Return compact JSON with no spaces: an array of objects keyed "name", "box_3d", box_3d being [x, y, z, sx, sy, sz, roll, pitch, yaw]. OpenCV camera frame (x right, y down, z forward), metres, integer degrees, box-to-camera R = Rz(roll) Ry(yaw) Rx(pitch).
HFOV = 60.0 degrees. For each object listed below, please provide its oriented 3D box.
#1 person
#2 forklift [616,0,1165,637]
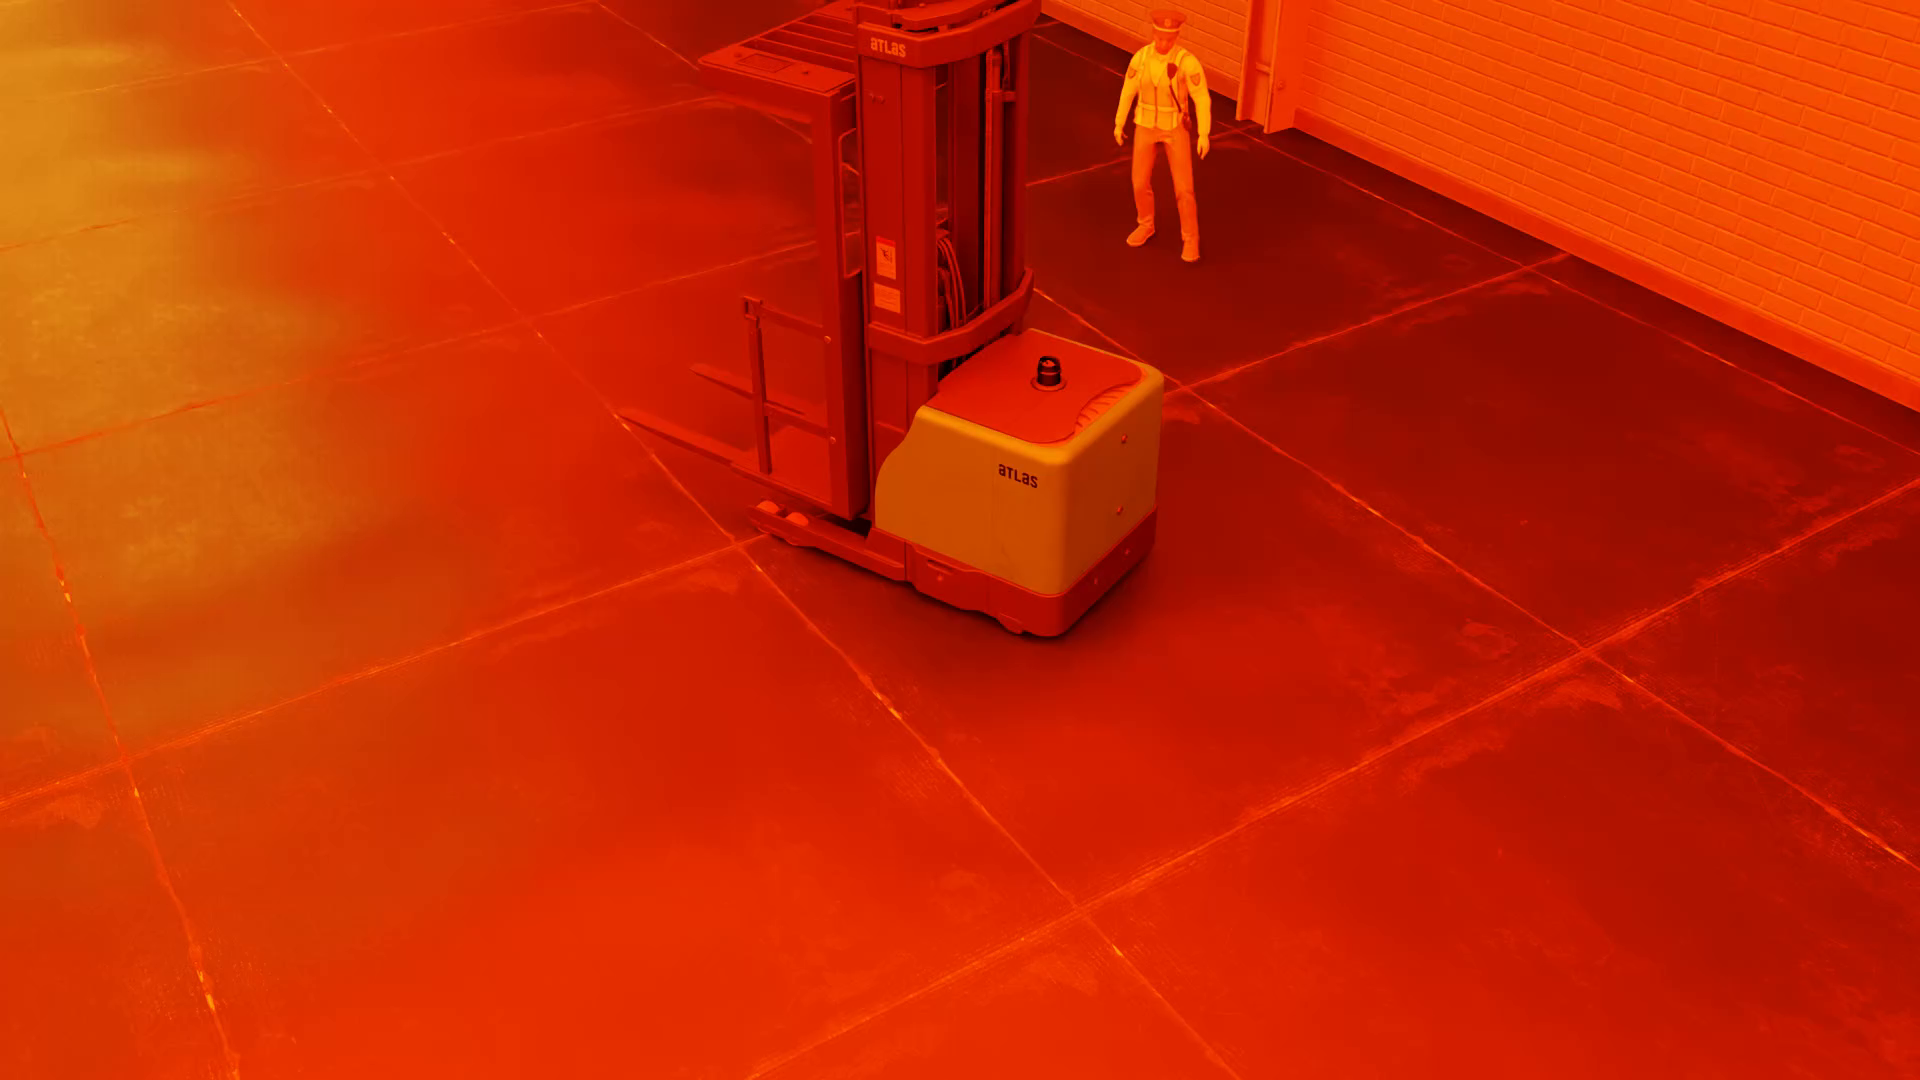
[{"name":"person","box_3d":[1.363,-2.741,11.175,0.707,1.642,0.379,14,37,19]},{"name":"forklift","box_3d":[-0.500,-1.399,8.138,3.031,2.935,1.130,22,41,28]}]
